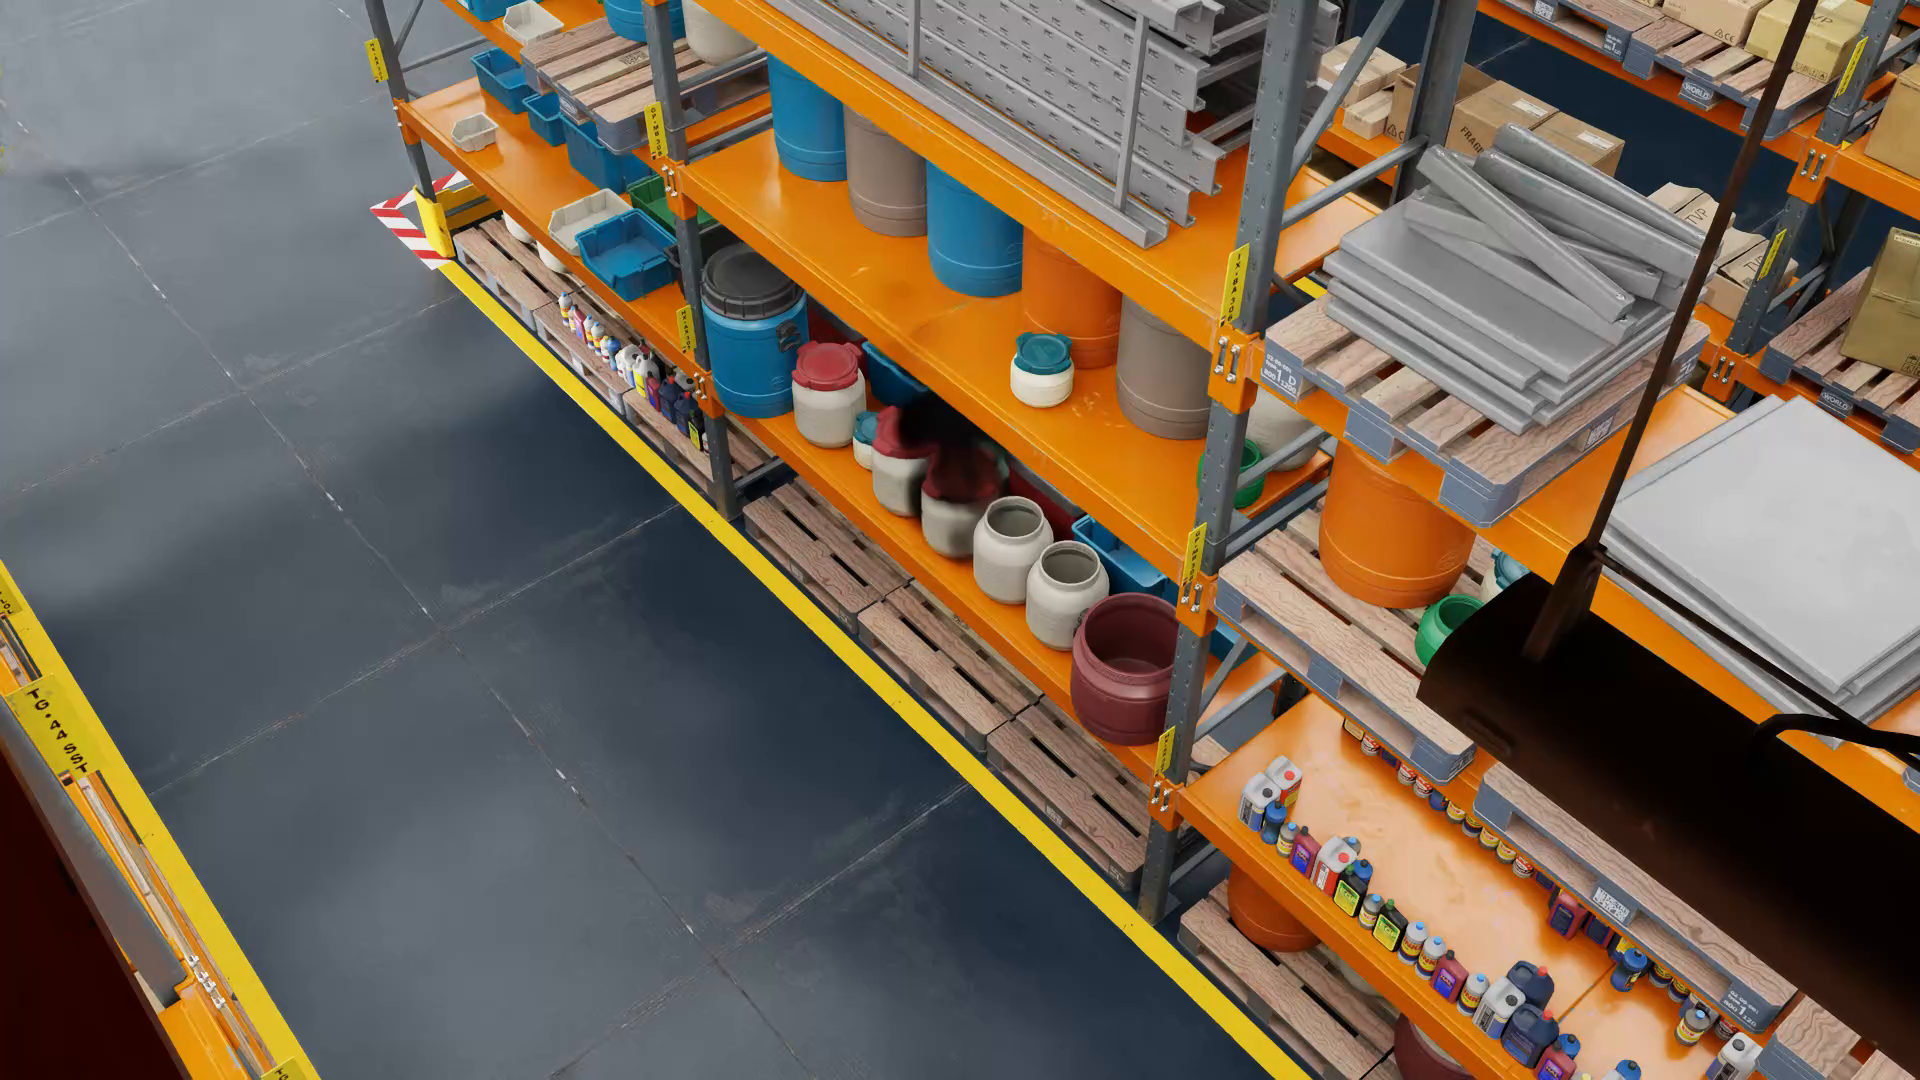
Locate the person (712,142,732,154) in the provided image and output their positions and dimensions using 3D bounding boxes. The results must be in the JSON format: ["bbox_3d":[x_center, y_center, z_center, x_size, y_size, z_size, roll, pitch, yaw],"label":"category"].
[{"bbox_3d":[-1.987,-3.516,13.193,0.778,1.682,0.532,28,53,24],"label":"person"}]
